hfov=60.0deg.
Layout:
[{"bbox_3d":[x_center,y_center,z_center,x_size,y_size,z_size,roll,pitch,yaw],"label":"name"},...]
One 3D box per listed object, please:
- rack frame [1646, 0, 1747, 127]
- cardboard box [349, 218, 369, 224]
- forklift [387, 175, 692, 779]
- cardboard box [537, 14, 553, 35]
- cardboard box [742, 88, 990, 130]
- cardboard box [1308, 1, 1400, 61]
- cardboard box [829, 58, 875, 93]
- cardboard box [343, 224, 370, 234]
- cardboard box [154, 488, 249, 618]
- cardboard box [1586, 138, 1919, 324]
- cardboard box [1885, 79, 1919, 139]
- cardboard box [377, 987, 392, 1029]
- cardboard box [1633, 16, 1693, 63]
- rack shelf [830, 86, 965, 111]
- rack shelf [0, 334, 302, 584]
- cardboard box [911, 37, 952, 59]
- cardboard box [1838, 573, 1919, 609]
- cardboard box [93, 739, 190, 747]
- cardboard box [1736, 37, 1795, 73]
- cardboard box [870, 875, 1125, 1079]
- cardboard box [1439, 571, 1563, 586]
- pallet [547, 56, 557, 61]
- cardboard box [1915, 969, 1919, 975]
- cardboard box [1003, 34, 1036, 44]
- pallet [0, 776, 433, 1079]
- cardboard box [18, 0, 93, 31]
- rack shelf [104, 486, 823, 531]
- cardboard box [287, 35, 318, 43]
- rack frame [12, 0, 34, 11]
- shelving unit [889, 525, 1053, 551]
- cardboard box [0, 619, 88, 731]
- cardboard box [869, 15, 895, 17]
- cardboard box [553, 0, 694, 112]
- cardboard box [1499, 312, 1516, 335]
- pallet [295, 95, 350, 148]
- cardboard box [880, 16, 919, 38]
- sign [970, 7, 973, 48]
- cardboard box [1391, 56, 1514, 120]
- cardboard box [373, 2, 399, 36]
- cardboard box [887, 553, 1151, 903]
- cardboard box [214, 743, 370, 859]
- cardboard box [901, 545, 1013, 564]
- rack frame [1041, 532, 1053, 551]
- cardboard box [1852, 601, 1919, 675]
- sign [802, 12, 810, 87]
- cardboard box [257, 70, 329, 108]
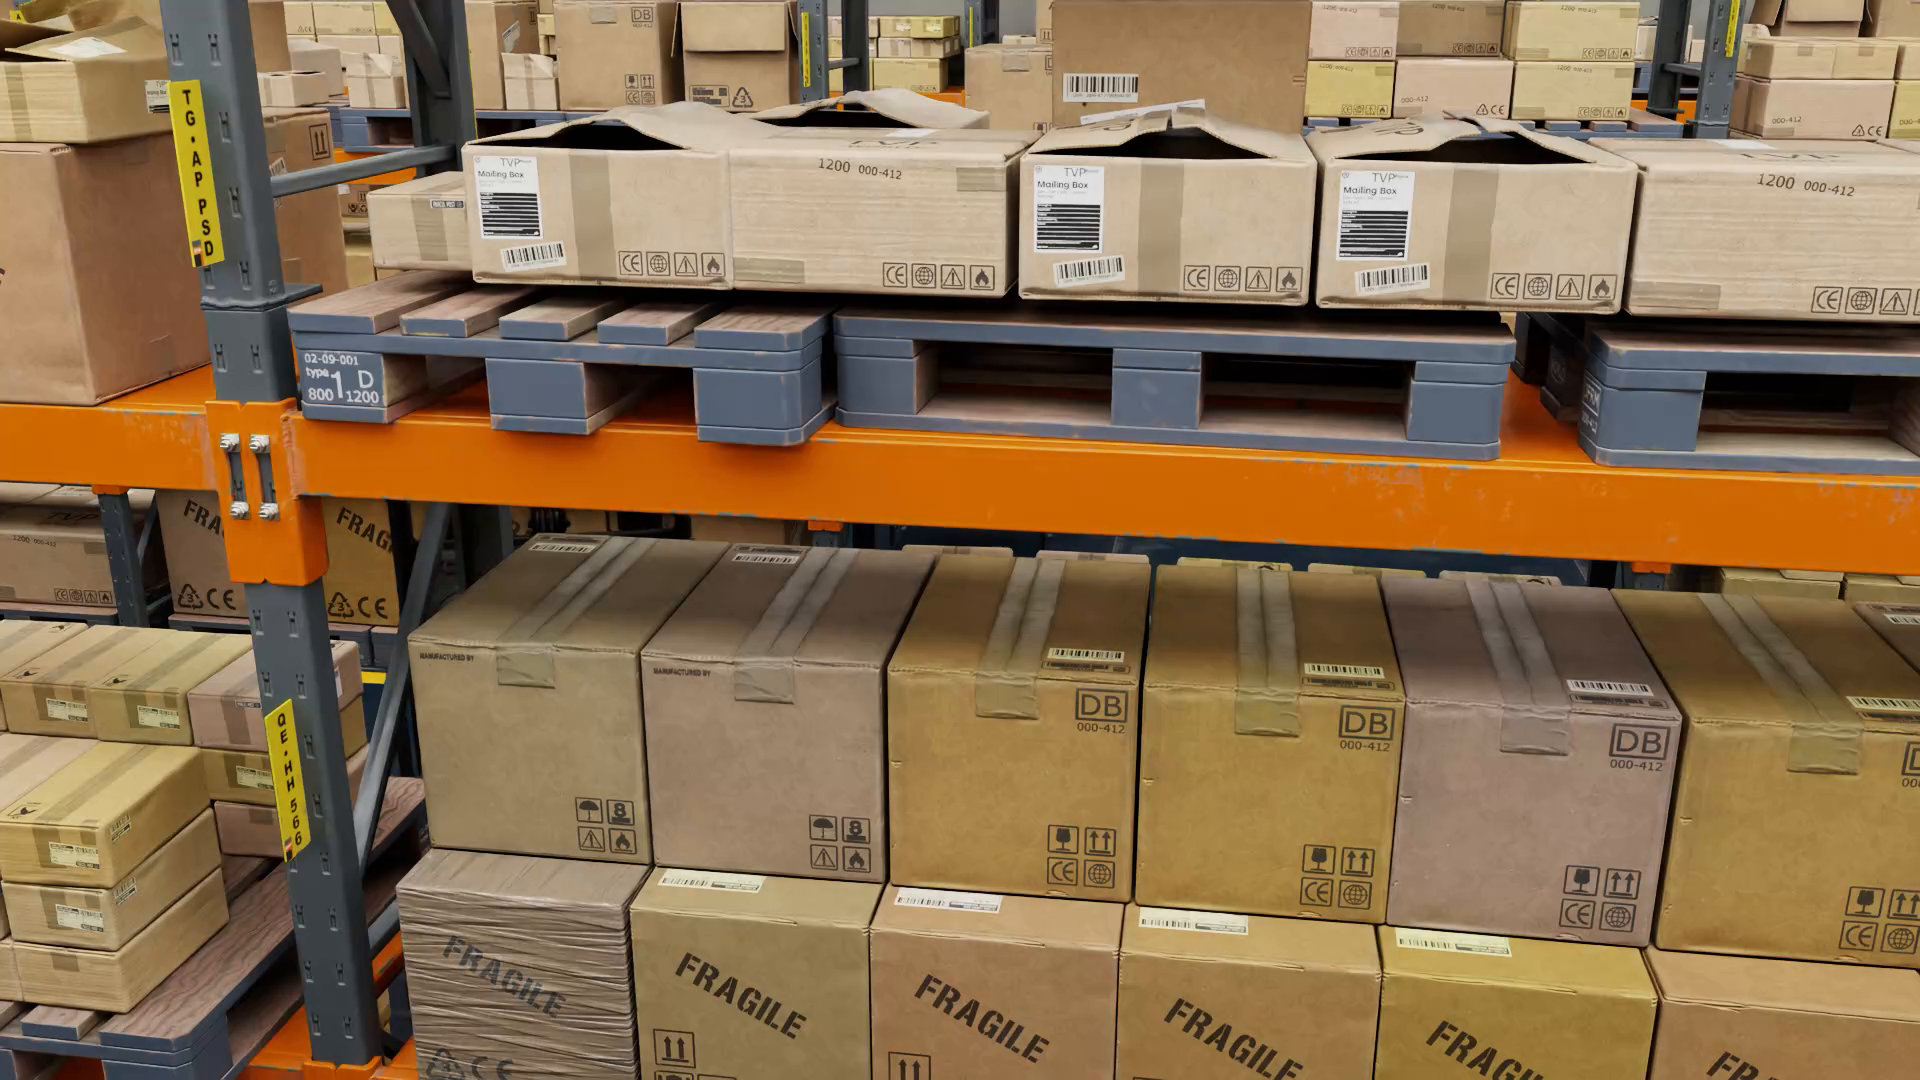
[{"bbox_3d":[3.338,-3.366,7.181,0.127,3.000,1.000,3,19,9],"label":"rack frame"},{"bbox_3d":[-4.815,-2.519,13.871,0.500,0.250,0.500,3,19,9],"label":"cardboard box"},{"bbox_3d":[-1.507,0.221,6.023,1.130,2.935,3.031,-3,19,-9],"label":"forklift"},{"bbox_3d":[-3.277,-4.026,12.990,0.250,0.149,0.380,3,19,10],"label":"cardboard box"},{"bbox_3d":[-0.217,-0.835,3.664,0.500,0.311,0.500,3,19,9],"label":"cardboard box"},{"bbox_3d":[1.735,-2.342,7.636,0.500,0.250,0.500,3,19,10],"label":"cardboard box"},{"bbox_3d":[-0.869,-3.604,12.856,0.500,0.250,0.500,3,19,9],"label":"cardboard box"},{"bbox_3d":[-3.567,-1.478,9.259,0.500,0.500,0.500,3,19,10],"label":"cardboard box"},{"bbox_3d":[-3.936,-0.109,9.589,0.875,0.875,0.875,4,19,10],"label":"cardboard box"},{"bbox_3d":[1.399,-0.556,2.928,0.500,0.250,0.500,3,19,8],"label":"cardboard box"},{"bbox_3d":[4.240,-1.883,7.242,0.500,0.250,0.500,3,19,8],"label":"cardboard box"},{"bbox_3d":[-1.939,1.354,4.626,0.500,0.250,0.500,2,19,6],"label":"cardboard box"},{"bbox_3d":[4.905,-3.585,11.884,0.500,0.311,0.500,3,19,10],"label":"cardboard box"},{"bbox_3d":[-1.802,-3.460,13.322,4.000,0.370,1.077,3,19,9],"label":"rack shelf"},{"bbox_3d":[-3.271,-0.349,4.024,4.000,0.370,1.077,3,19,9],"label":"rack shelf"},{"bbox_3d":[-0.216,-3.760,12.695,0.250,0.149,0.380,3,19,10],"label":"cardboard box"},{"bbox_3d":[4.408,0.366,7.973,0.500,0.500,0.500,4,19,11],"label":"cardboard box"},{"bbox_3d":[-2.010,0.512,4.310,0.250,0.149,0.380,4,19,11],"label":"cardboard box"},{"bbox_3d":[3.686,-2.255,7.727,0.250,0.149,0.380,3,19,10],"label":"cardboard box"},{"bbox_3d":[0.104,0.943,3.598,0.500,0.500,0.500,3,19,9],"label":"cardboard box"},{"bbox_3d":[2.820,0.500,8.560,0.625,0.372,0.950,3,19,9],"label":"cardboard box"},{"bbox_3d":[-3.144,-3.757,13.375,1.003,0.211,1.213,3,19,9],"label":"pallet"},{"bbox_3d":[2.095,1.045,3.295,0.500,0.500,0.500,3,19,8],"label":"cardboard box"},{"bbox_3d":[0.469,-3.723,12.525,0.250,0.166,0.380,3,19,9],"label":"cardboard box"},{"bbox_3d":[-2.017,0.922,4.123,1.003,0.211,1.213,3,19,9],"label":"pallet"},{"bbox_3d":[-2.161,-1.132,3.868,0.258,0.266,0.396,3,19,9],"label":"cardboard box"},{"bbox_3d":[-2.586,-0.482,9.150,4.000,0.370,1.077,3,19,9],"label":"rack shelf"},{"bbox_3d":[-5.312,-3.969,13.479,0.500,0.250,0.500,3,19,10],"label":"cardboard box"},{"bbox_3d":[-4.560,-3.769,8.385,0.127,3.000,1.000,3,19,9],"label":"rack frame"},{"bbox_3d":[0.084,-0.707,11.052,1.048,1.500,0.538,3,19,9],"label":"shelving unit"},{"bbox_3d":[-2.491,0.347,4.334,0.250,0.149,0.380,2,19,6],"label":"cardboard box"},{"bbox_3d":[-0.636,-4.098,13.236,0.250,0.149,0.380,3,19,8],"label":"cardboard box"},{"bbox_3d":[-1.619,-2.382,8.147,0.500,0.500,0.700,2,19,6],"label":"cardboard box"},{"bbox_3d":[2.356,-0.885,7.931,0.500,0.500,0.500,3,19,9],"label":"cardboard box"},{"bbox_3d":[-3.647,-2.225,8.799,1.217,0.209,0.805,2,19,6],"label":"pallet"},{"bbox_3d":[-0.457,-3.930,12.734,0.250,0.149,0.380,2,19,7],"label":"cardboard box"},{"bbox_3d":[0.084,-3.775,12.317,0.005,0.325,0.100,3,19,9],"label":"sign"},{"bbox_3d":[2.240,-2.083,7.647,0.500,0.250,0.500,3,19,9],"label":"cardboard box"},{"bbox_3d":[-4.313,-4.158,13.256,0.500,0.250,0.500,3,19,9],"label":"cardboard box"},{"bbox_3d":[0.152,0.388,3.683,0.500,0.500,0.700,3,19,8],"label":"cardboard box"},{"bbox_3d":[-1.706,0.668,4.314,0.250,0.149,0.380,3,19,8],"label":"cardboard box"},{"bbox_3d":[-0.055,0.356,8.991,0.625,0.372,0.950,2,19,5],"label":"cardboard box"},{"bbox_3d":[0.586,-0.681,10.976,0.032,1.500,0.500,3,19,9],"label":"rack frame"},{"bbox_3d":[2.162,0.490,3.378,0.500,0.500,0.700,3,19,8],"label":"cardboard box"},{"bbox_3d":[-0.707,-2.254,7.646,0.005,0.325,0.100,3,19,9],"label":"sign"},{"bbox_3d":[-3.367,-2.261,8.313,0.250,0.166,0.380,2,19,5],"label":"cardboard box"}]
